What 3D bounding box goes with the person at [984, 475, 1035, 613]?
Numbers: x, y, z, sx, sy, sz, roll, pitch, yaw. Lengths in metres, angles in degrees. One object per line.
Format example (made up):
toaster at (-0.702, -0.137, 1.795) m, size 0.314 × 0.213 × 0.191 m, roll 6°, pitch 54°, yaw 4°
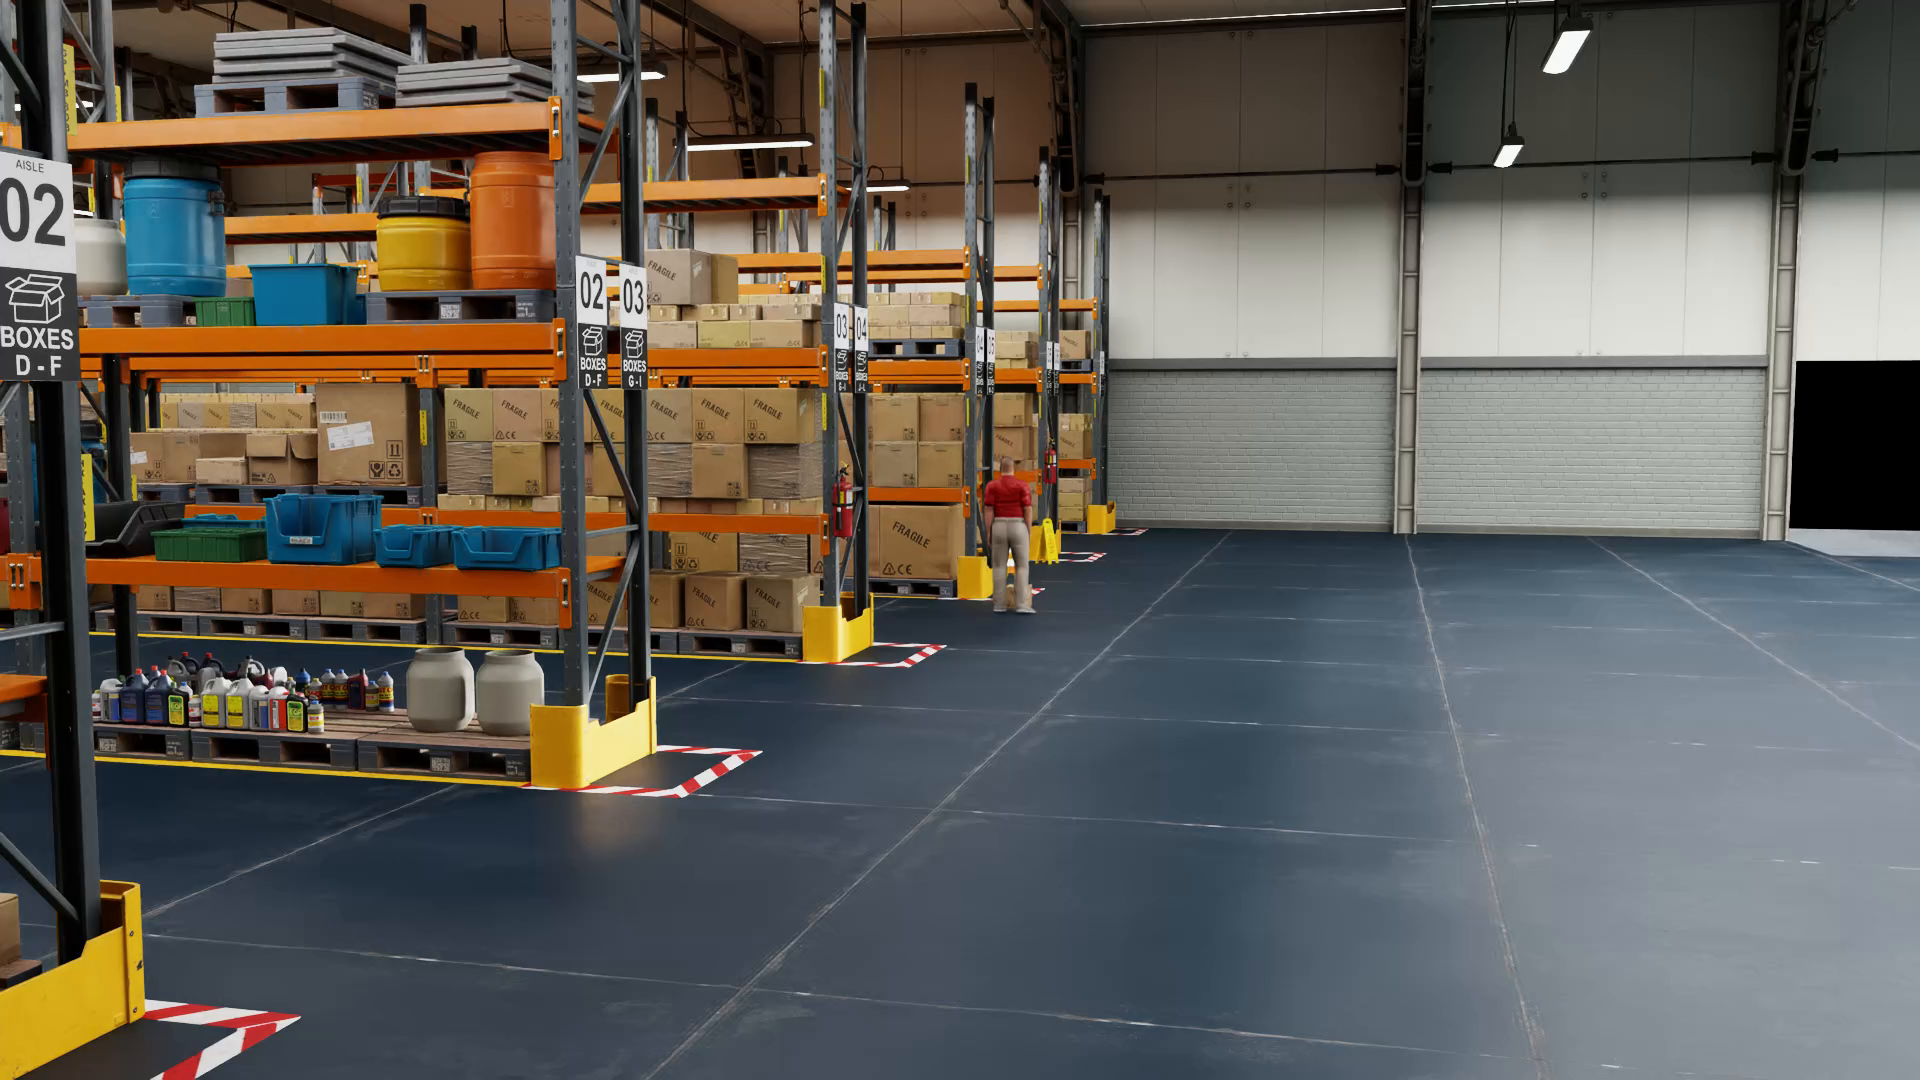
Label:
person at (0.548, 0.054, 18.329) m, size 0.540 × 1.548 × 0.363 m, roll 1°, pitch 5°, yaw 14°
